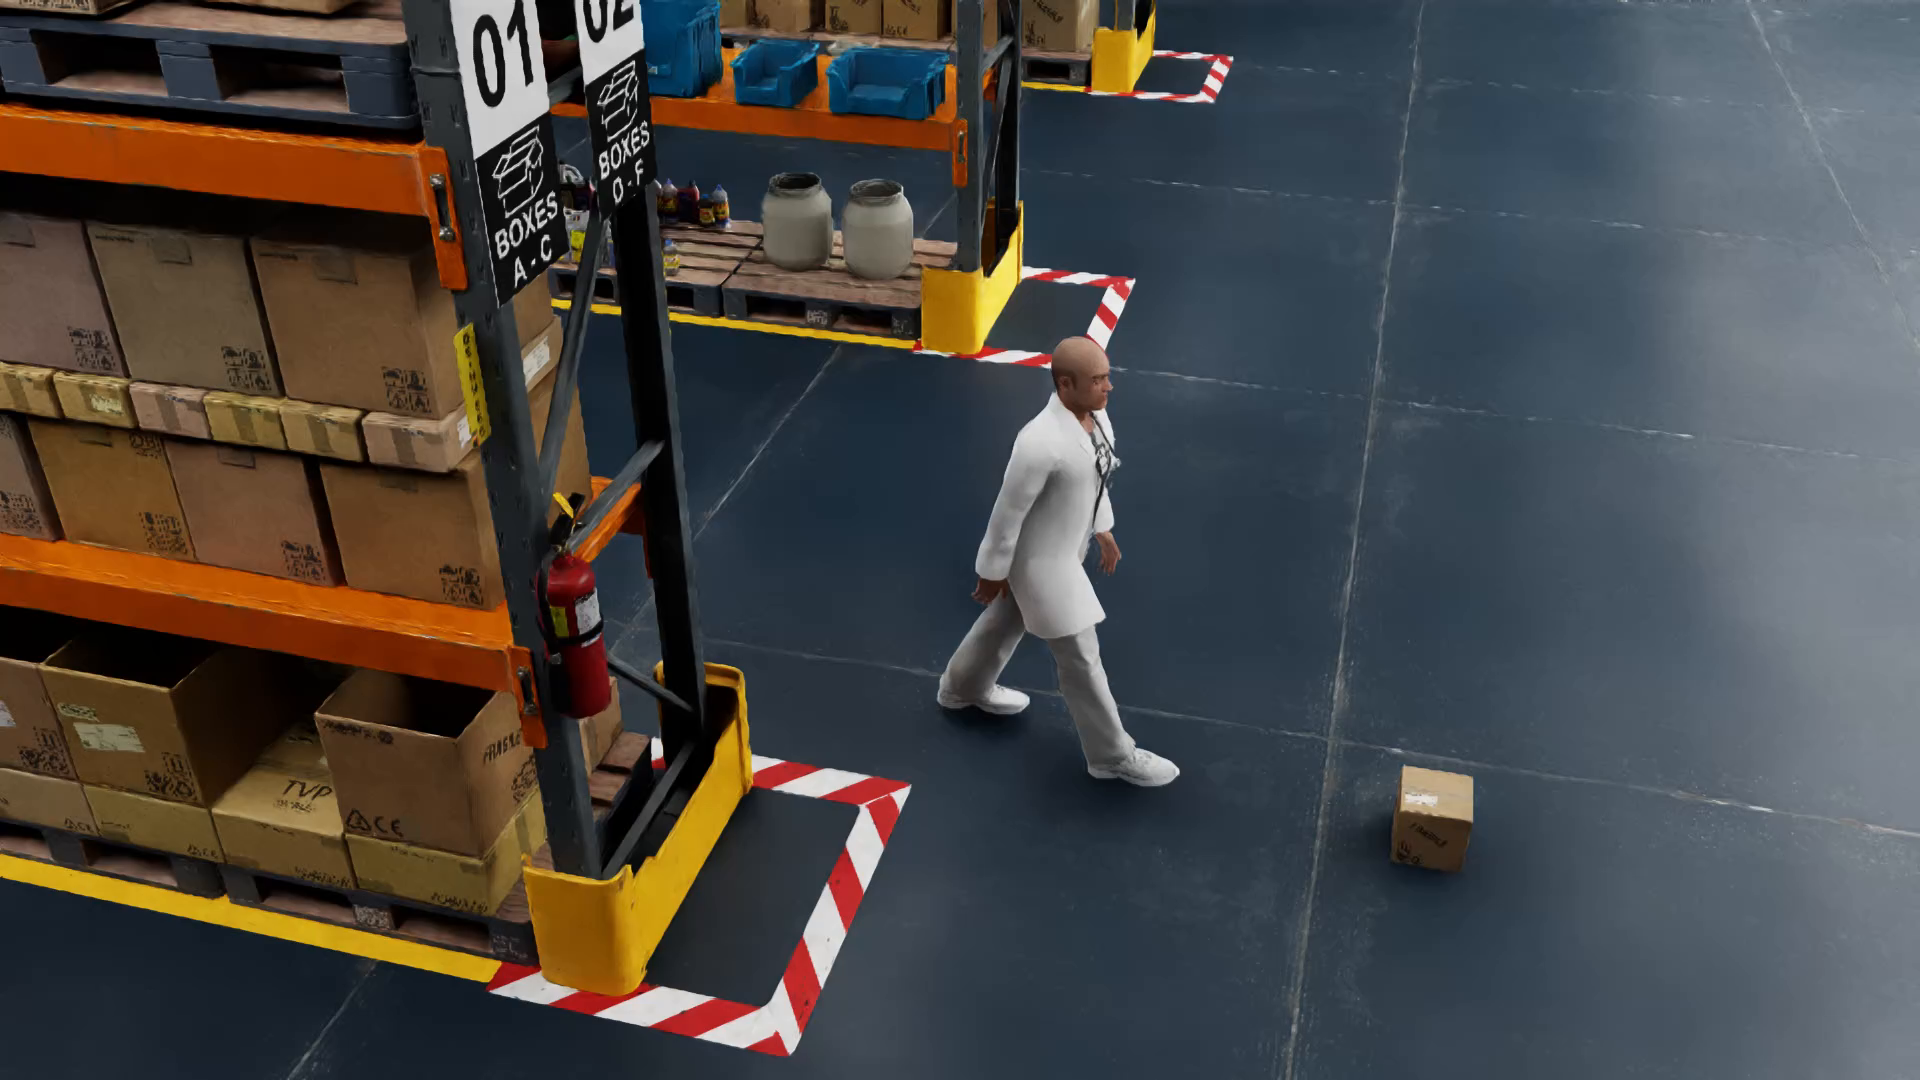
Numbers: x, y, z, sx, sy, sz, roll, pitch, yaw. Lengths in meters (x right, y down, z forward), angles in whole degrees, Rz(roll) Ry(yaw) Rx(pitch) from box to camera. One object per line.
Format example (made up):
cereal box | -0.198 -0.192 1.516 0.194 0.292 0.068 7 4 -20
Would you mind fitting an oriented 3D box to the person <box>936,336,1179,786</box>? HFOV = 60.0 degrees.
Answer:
person | 0.386 0.045 6.084 1.047 1.723 0.582 11 34 17
